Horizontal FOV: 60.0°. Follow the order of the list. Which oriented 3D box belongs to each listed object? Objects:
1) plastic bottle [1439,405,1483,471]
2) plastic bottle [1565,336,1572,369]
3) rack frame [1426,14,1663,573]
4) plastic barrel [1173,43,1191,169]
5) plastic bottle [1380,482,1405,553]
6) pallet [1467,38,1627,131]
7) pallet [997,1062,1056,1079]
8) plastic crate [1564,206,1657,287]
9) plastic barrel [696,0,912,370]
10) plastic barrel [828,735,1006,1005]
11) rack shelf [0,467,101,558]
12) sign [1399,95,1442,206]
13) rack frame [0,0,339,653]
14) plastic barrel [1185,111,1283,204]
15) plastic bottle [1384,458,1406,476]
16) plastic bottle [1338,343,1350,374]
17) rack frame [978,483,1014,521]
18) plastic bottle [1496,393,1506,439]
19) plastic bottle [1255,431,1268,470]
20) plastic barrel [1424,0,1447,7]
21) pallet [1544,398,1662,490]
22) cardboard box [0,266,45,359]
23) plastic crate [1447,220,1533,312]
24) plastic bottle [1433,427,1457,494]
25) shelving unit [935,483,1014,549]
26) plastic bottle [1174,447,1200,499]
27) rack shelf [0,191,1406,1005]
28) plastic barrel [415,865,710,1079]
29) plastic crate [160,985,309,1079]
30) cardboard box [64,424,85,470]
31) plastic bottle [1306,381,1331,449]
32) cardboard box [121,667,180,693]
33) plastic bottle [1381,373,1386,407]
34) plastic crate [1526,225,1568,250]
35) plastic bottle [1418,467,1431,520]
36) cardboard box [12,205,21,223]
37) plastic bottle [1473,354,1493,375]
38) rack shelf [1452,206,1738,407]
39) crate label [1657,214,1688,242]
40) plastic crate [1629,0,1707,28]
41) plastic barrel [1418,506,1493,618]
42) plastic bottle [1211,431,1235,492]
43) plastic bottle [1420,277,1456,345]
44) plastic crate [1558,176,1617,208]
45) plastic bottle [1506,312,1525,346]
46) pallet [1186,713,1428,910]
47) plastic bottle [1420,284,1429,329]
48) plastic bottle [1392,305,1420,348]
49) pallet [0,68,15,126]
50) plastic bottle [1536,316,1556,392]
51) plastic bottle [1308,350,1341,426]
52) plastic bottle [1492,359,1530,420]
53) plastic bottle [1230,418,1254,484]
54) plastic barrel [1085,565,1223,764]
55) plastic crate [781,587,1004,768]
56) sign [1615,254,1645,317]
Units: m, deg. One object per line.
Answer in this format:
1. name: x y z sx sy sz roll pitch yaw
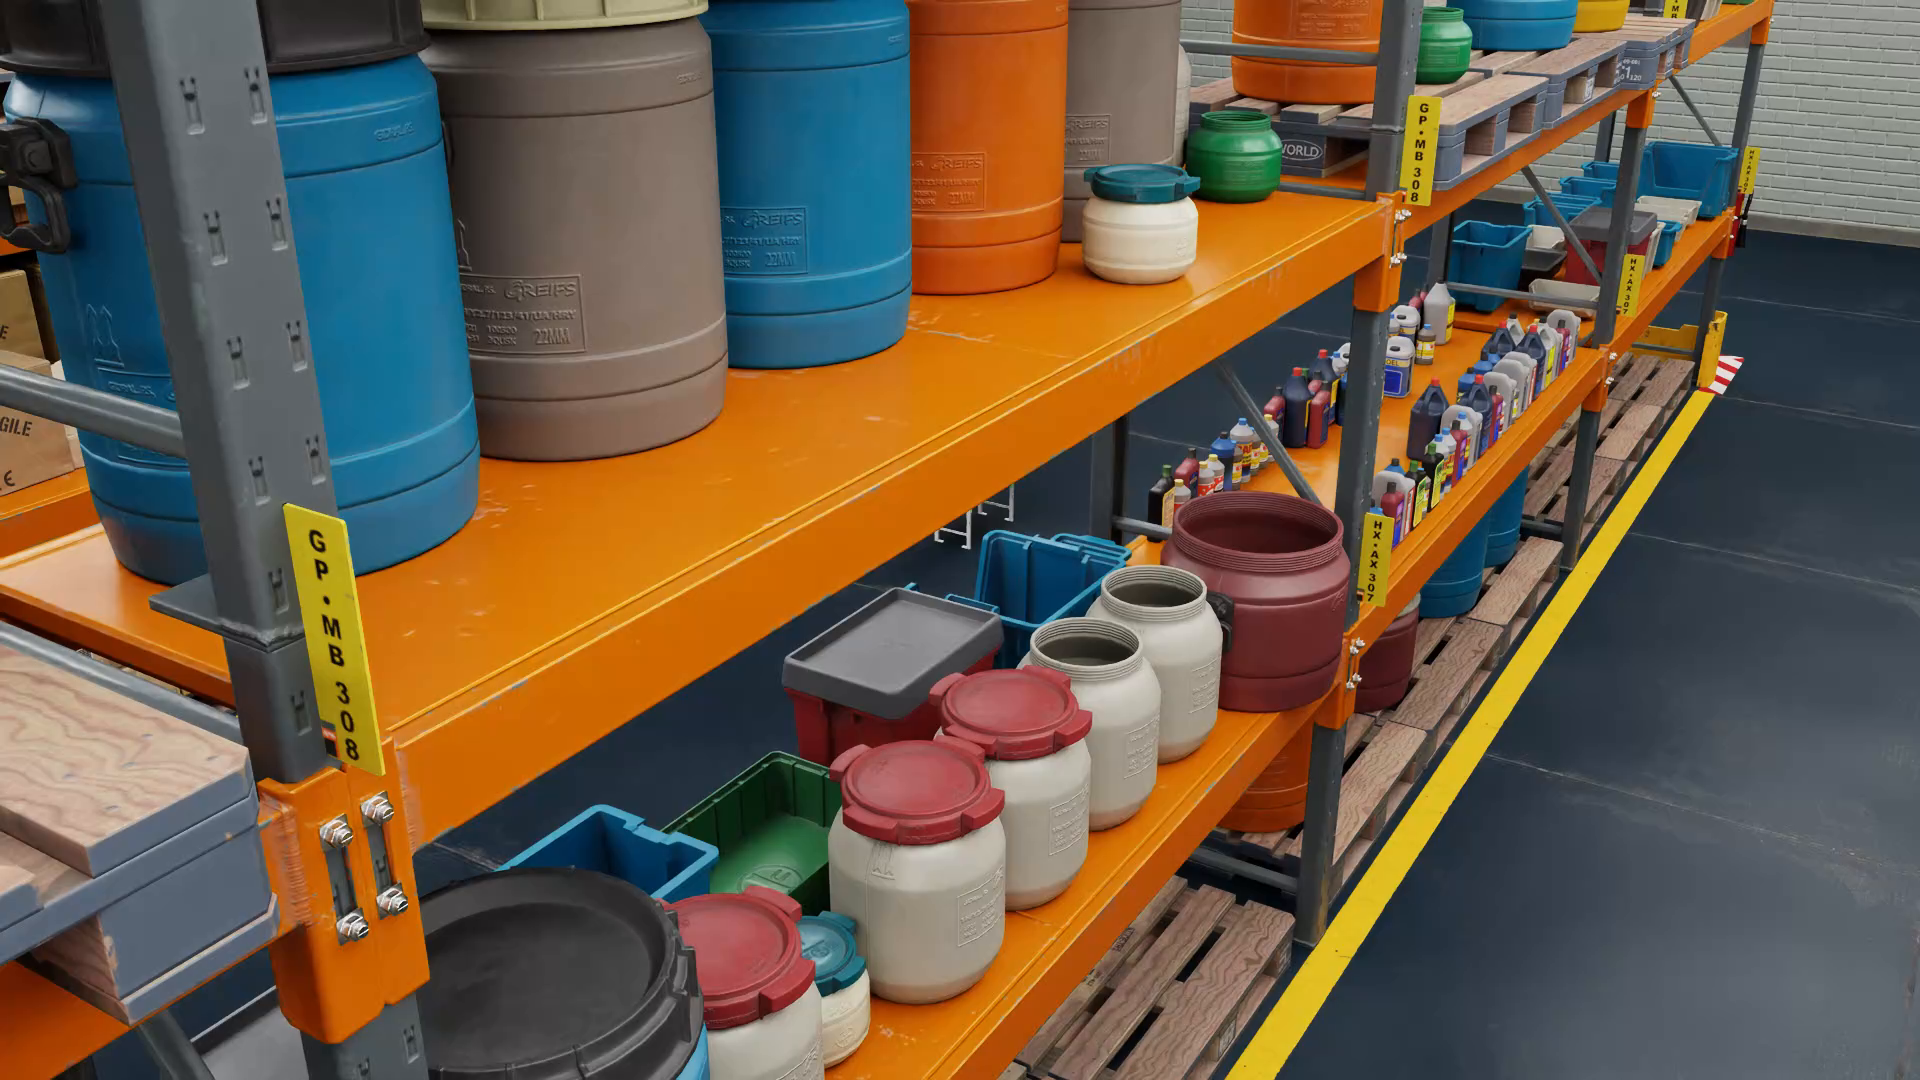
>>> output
1. plastic bottle: 2.164 -0.459 7.192 0.152 0.276 0.135 14 27 29
2. plastic bottle: 3.068 -0.983 8.495 0.097 0.201 0.097 0 23 0
3. rack frame: 3.040 -1.320 9.023 1.000 3.000 0.127 14 27 29
4. plastic barrel: 0.505 -1.357 5.193 0.421 0.512 0.421 0 23 0
5. plastic bottle: 1.645 -0.096 6.343 0.061 0.283 0.133 14 27 29
6. pallet: 2.113 -1.941 6.921 1.003 0.211 1.213 14 27 29
7. pallet: -0.156 1.973 4.926 1.003 0.211 1.213 14 27 29
8. plastic crate: 3.724 -1.626 9.573 0.402 0.464 0.583 14 27 29
9. plastic barrel: -0.406 -0.885 3.612 0.600 0.901 0.708 14 27 29
10. plastic barrel: -0.102 0.793 3.971 0.433 0.535 0.433 0 23 0
11. rack shelf: -4.332 -0.004 6.889 1.077 0.370 4.000 14 27 29
12. sign: 1.401 -1.186 5.069 0.100 0.325 0.005 14 27 29
13. rack frame: -1.180 -1.373 1.594 1.000 3.000 0.127 14 27 29
14. plastic barrel: 0.843 -1.181 5.122 0.294 0.245 0.294 0 23 0
15. plastic bottle: 1.709 -0.191 6.579 0.097 0.271 0.097 0 23 0
16. plastic bottle: 1.861 -0.796 7.969 0.152 0.276 0.135 14 27 29
17. rack frame: 0.216 -0.689 9.831 0.240 1.200 0.015 14 27 29
18. plastic bottle: 2.416 -0.566 7.532 0.097 0.201 0.097 0 23 0
19. plastic bottle: 1.287 -0.415 7.183 0.097 0.201 0.097 0 23 0
20. plastic barrel: 1.737 -2.231 6.654 0.433 0.535 0.433 0 23 0
21. pallet: 4.037 -0.710 11.124 1.003 0.211 1.213 14 27 29
22. cardboard box: -6.988 -1.473 11.554 0.750 0.750 0.750 13 27 28
23. plastic crate: 2.996 -1.569 9.544 0.392 0.384 0.575 14 27 29
24. plastic bottle: 2.004 -0.334 6.909 0.097 0.271 0.097 0 23 0
25. shelving unit: 0.087 -0.606 9.641 0.258 1.200 0.503 14 27 29
26. plastic bottle: 0.902 -0.220 6.630 0.061 0.283 0.133 14 27 29
27. rack shelf: -0.125 -0.341 3.893 1.077 0.370 4.000 14 27 29
28. plastic barrel: -0.719 1.083 2.841 0.600 0.901 0.708 14 27 29
29. plastic crate: -1.185 1.123 3.299 0.402 0.464 0.583 14 27 29
30. cardboard box: -3.901 -0.452 7.334 0.380 0.149 0.250 16 28 33
31. plastic bottle: 1.603 -0.560 7.415 0.061 0.283 0.133 14 27 29
32. cardboard box: -3.884 0.632 7.446 0.500 0.250 0.500 15 27 30
33. plastic bottle: 1.977 -0.742 7.938 0.097 0.201 0.097 0 23 0
34. plastic crate: 3.703 -1.877 10.567 0.293 0.136 0.466 14 27 29
35. plastic bottle: 1.831 -0.192 6.667 0.097 0.201 0.097 0 23 0
36. cardboard box: -6.736 -2.268 11.505 0.380 0.149 0.250 14 27 28
37. plastic bottle: 2.461 -0.741 7.848 0.097 0.271 0.097 0 23 0
38. rack shelf: 4.095 -1.665 10.726 1.077 0.370 4.000 14 27 29
39. crate label: 4.582 -2.069 11.011 0.396 0.136 0.243 14 27 29
40. plastic crate: 3.928 -2.998 9.289 0.497 0.269 0.590 14 27 29
41. plastic barrel: 2.365 -0.131 8.389 0.600 0.901 0.708 14 27 29
42. plastic bottle: 1.081 -0.316 6.865 0.097 0.271 0.097 0 23 0
43. plastic bottle: 2.557 -1.233 8.884 0.144 0.351 0.185 14 27 29
44. plastic crate: 4.392 -2.384 11.617 0.416 0.233 0.300 14 27 29
45. plastic bottle: 2.710 -0.949 8.228 0.144 0.351 0.185 14 27 29
46. pallet: 1.310 1.035 7.094 1.003 0.211 1.213 14 27 29
47. plastic bottle: 2.484 -1.232 8.967 0.061 0.283 0.133 14 27 29
48. plastic bottle: 2.279 -1.063 8.586 0.152 0.276 0.135 14 27 29
49. pallet: -4.146 -1.673 6.301 1.003 0.211 1.213 15 28 31
50. plastic bottle: 2.833 -0.919 8.158 0.144 0.351 0.185 14 27 29
51. plastic bottle: 1.671 -0.711 7.680 0.144 0.351 0.185 14 27 29
52. plastic bottle: 2.577 -0.723 7.801 0.152 0.276 0.135 14 27 29
53. plastic bottle: 1.184 -0.381 7.017 0.097 0.271 0.097 0 23 0
54. plastic barrel: 0.568 0.371 4.977 0.421 0.512 0.421 0 23 0
55. plastic crate: -0.183 0.482 4.780 0.402 0.464 0.583 14 27 29
56. sign: 3.506 -1.331 8.701 0.100 0.325 0.005 14 27 29
